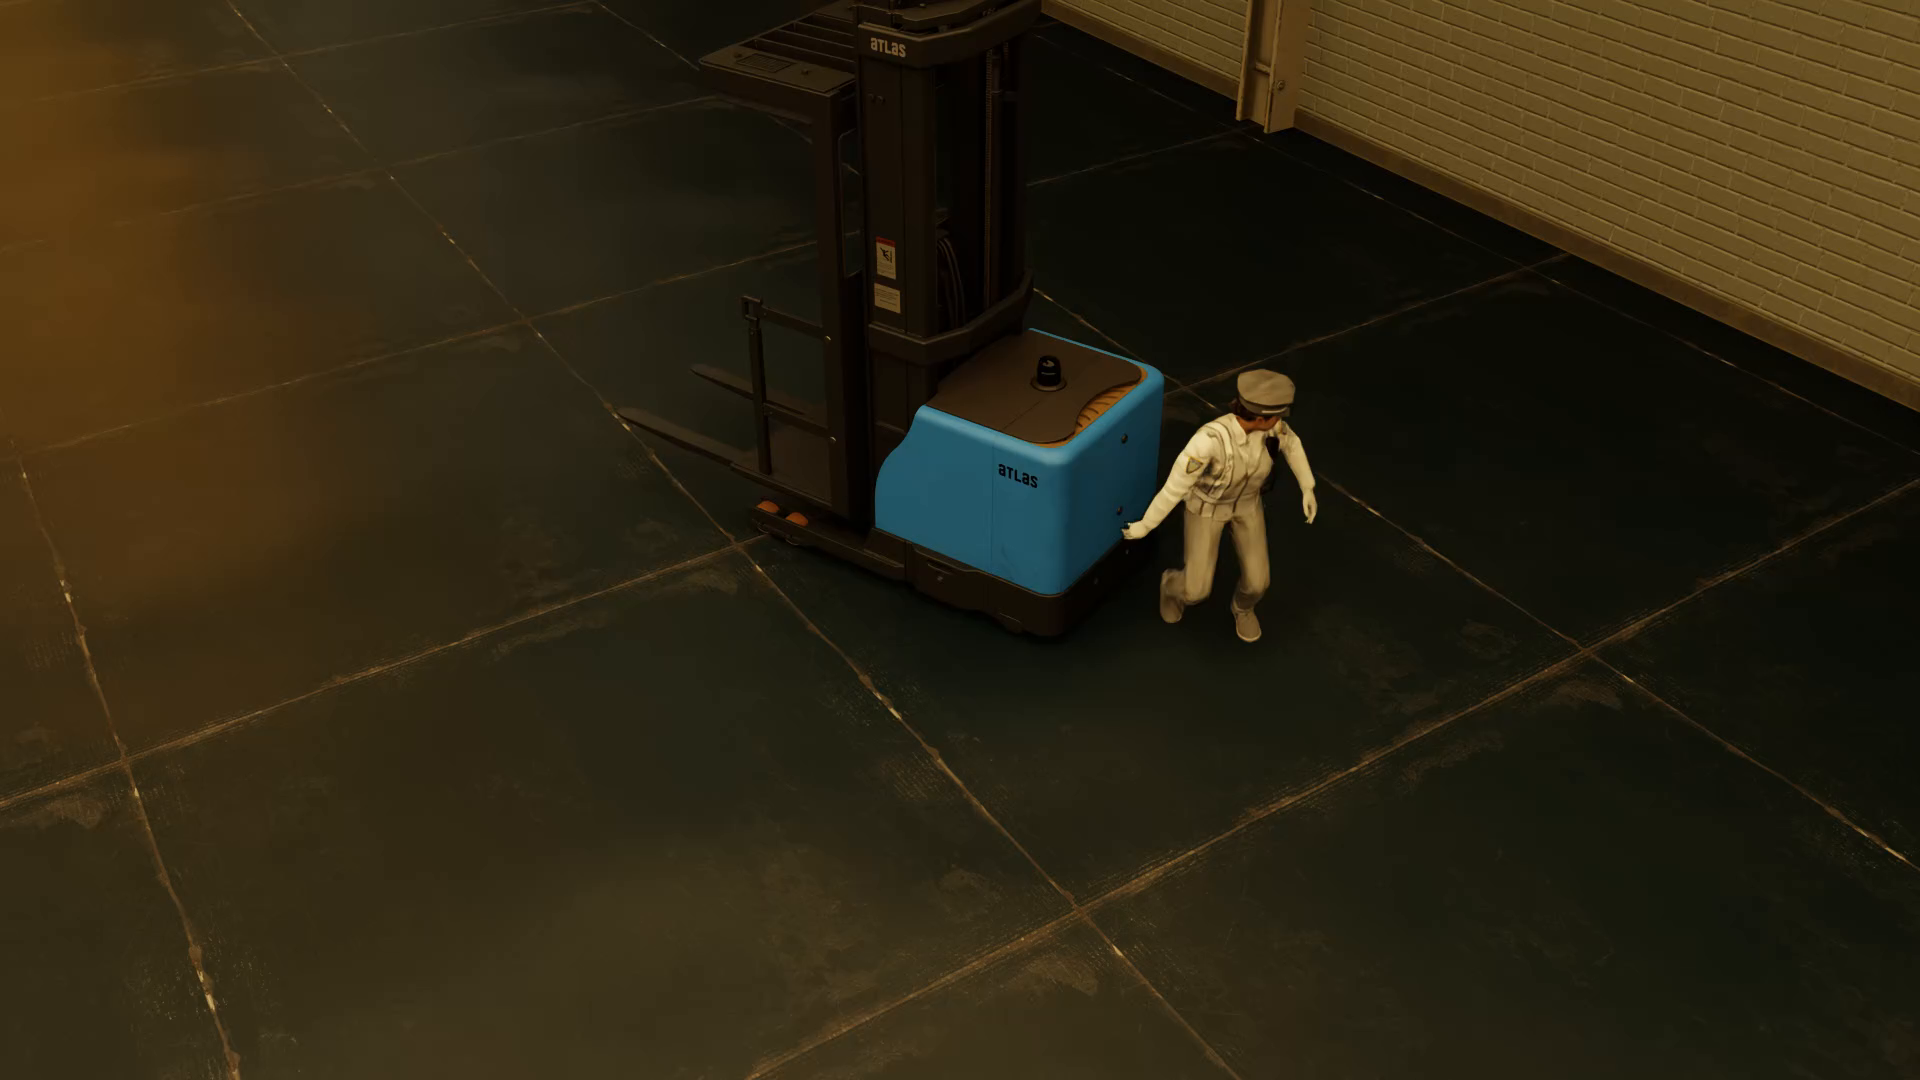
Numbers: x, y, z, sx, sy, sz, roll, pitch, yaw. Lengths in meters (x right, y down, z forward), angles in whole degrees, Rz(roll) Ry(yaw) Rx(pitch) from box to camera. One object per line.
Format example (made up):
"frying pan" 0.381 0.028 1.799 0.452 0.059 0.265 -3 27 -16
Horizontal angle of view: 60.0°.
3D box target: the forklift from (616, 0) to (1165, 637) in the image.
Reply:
"forklift" -0.500 -1.399 8.138 3.031 2.935 1.130 22 41 28

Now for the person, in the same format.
"person" 1.190 -0.128 7.634 0.884 1.491 0.534 -10 36 -14
